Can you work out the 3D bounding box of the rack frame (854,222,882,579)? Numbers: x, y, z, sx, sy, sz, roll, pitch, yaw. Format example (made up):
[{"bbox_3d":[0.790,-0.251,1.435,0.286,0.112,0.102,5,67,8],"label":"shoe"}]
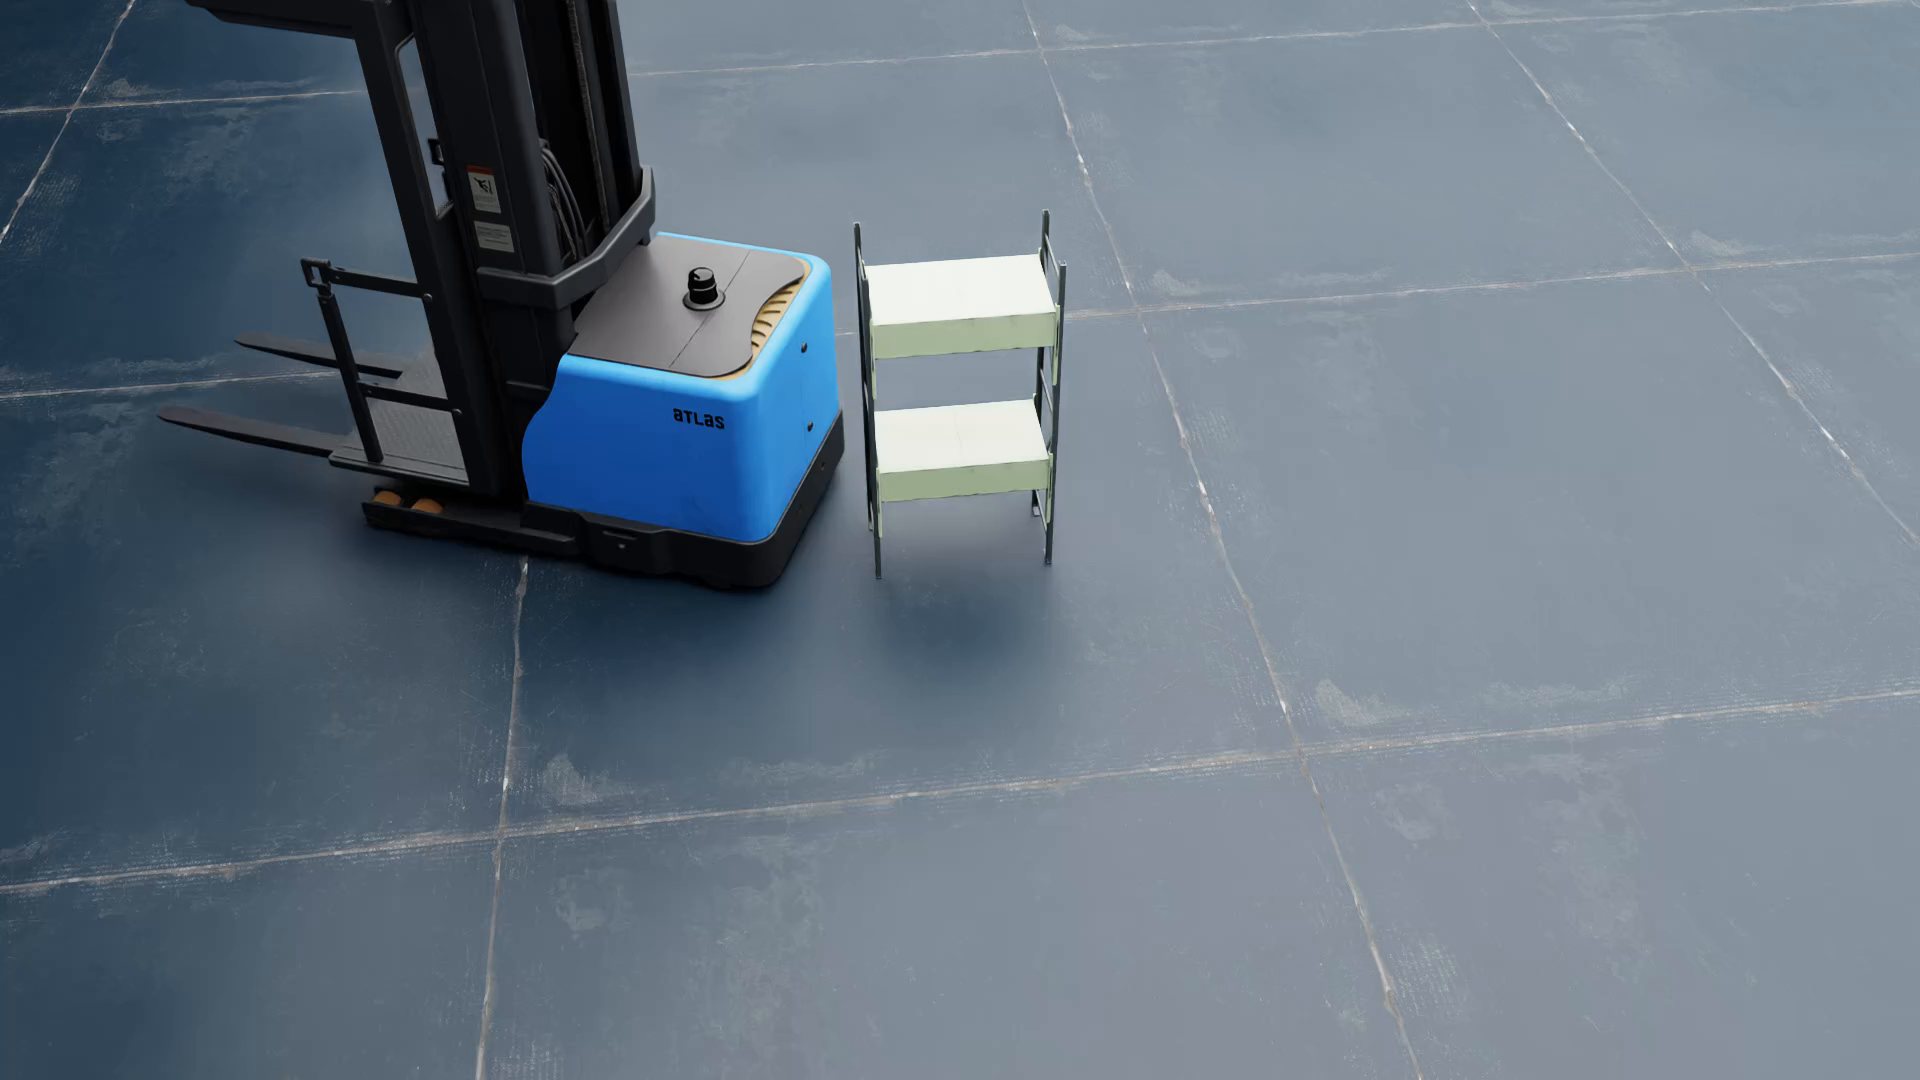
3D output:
[{"bbox_3d":[-0.370,-0.525,6.712,0.023,1.500,0.400,-5,42,-6],"label":"rack frame"}]

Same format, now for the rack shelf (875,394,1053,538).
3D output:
[{"bbox_3d":[-0.007,-0.314,6.965,0.720,0.370,0.431,-5,42,-6],"label":"rack shelf"}]

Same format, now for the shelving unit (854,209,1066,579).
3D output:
[{"bbox_3d":[-0.007,-0.556,6.747,0.755,1.500,0.431,-5,42,-6],"label":"shelving unit"}]

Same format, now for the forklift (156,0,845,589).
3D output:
[{"bbox_3d":[-2.102,-1.433,6.650,3.031,2.935,1.130,11,43,11],"label":"forklift"}]

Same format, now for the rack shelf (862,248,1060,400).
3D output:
[{"bbox_3d":[-0.007,-0.846,6.486,0.720,0.370,0.431,-5,42,-6],"label":"rack shelf"}]

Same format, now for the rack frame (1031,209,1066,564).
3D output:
[{"bbox_3d":[0.356,-0.588,6.782,0.023,1.500,0.400,-5,42,-6],"label":"rack frame"}]
